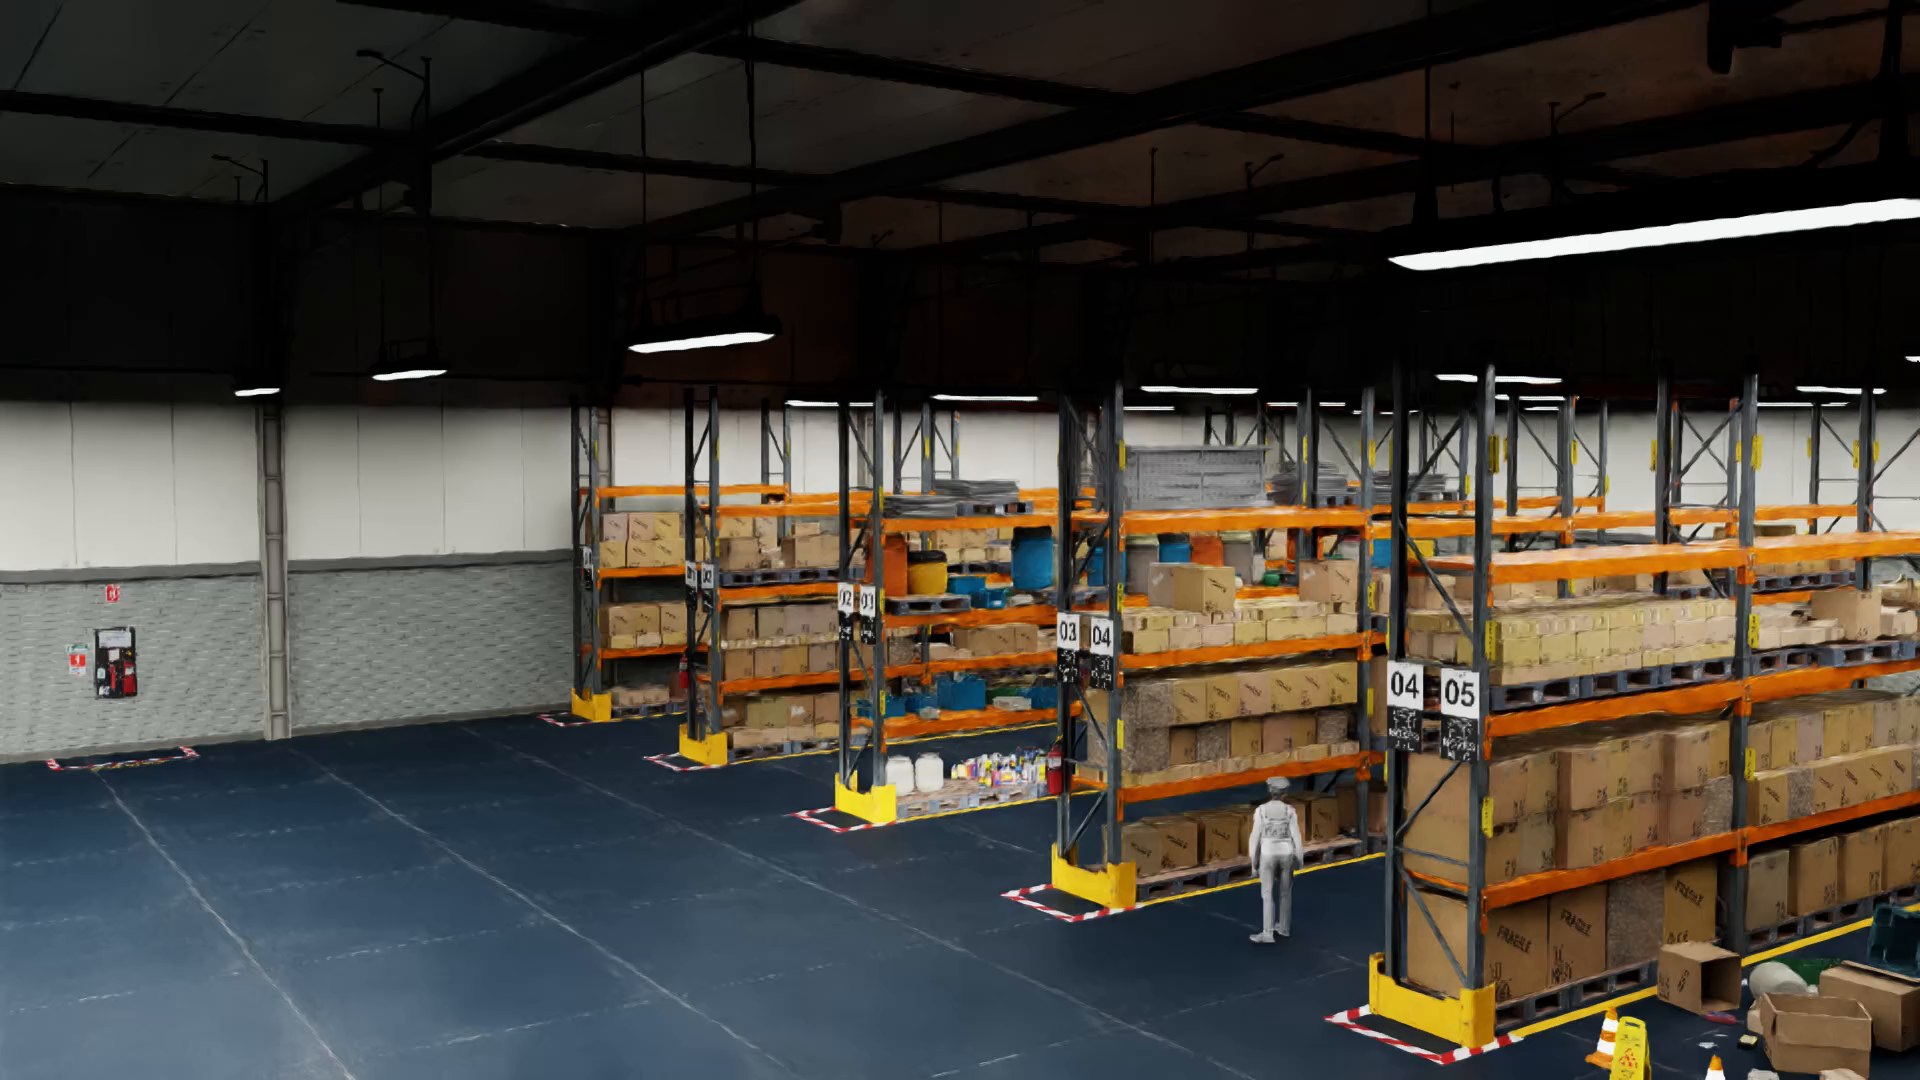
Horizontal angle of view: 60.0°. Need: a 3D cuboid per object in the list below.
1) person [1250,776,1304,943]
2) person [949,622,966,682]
[{"bbox_3d":[3.267,3.282,17.190,0.573,1.665,0.536,0,3,-4],"label":"person"},{"bbox_3d":[0.009,2.350,32.742,0.782,1.712,0.688,-2,4,-29],"label":"person"}]
